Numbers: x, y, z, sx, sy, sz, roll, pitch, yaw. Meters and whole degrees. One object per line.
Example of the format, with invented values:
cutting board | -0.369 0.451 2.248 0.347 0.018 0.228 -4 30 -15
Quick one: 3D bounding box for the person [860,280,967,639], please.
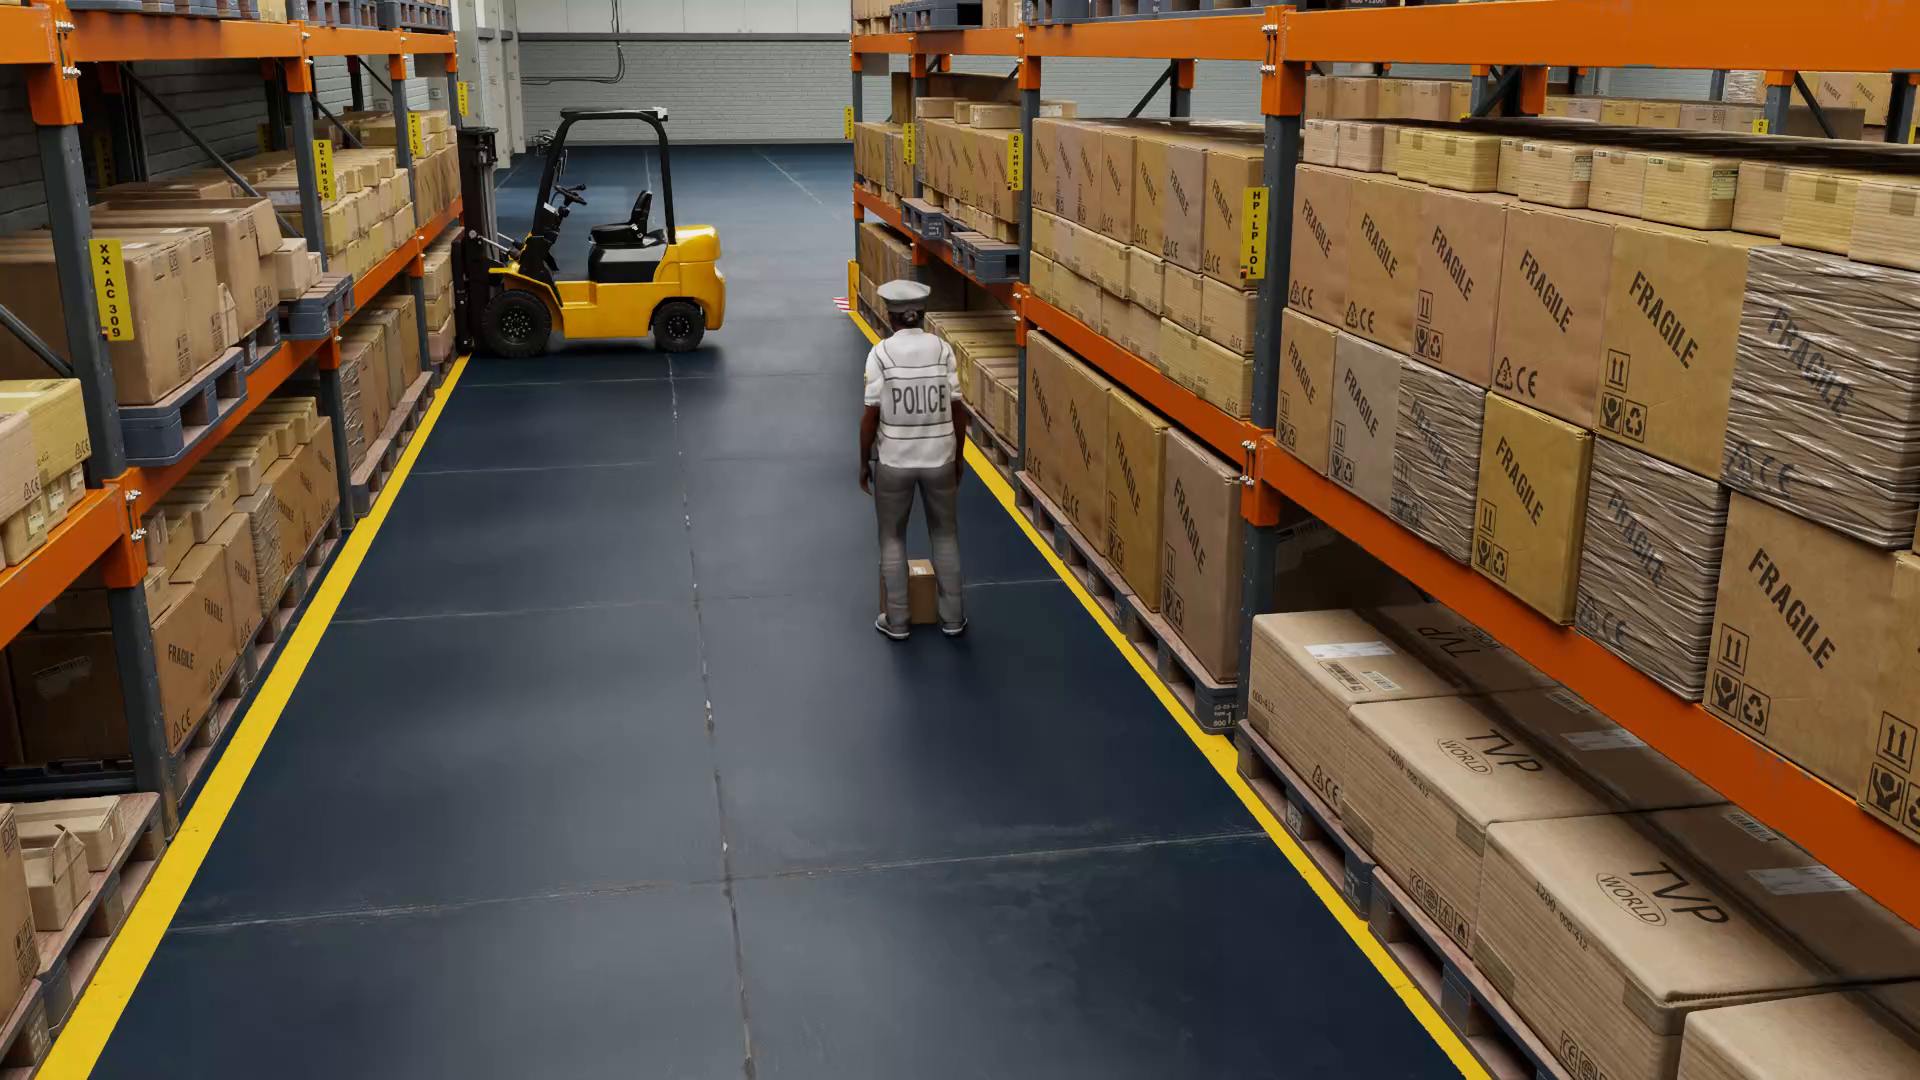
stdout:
person | -0.206 -0.357 7.739 0.529 1.663 0.392 -4 17 -13
